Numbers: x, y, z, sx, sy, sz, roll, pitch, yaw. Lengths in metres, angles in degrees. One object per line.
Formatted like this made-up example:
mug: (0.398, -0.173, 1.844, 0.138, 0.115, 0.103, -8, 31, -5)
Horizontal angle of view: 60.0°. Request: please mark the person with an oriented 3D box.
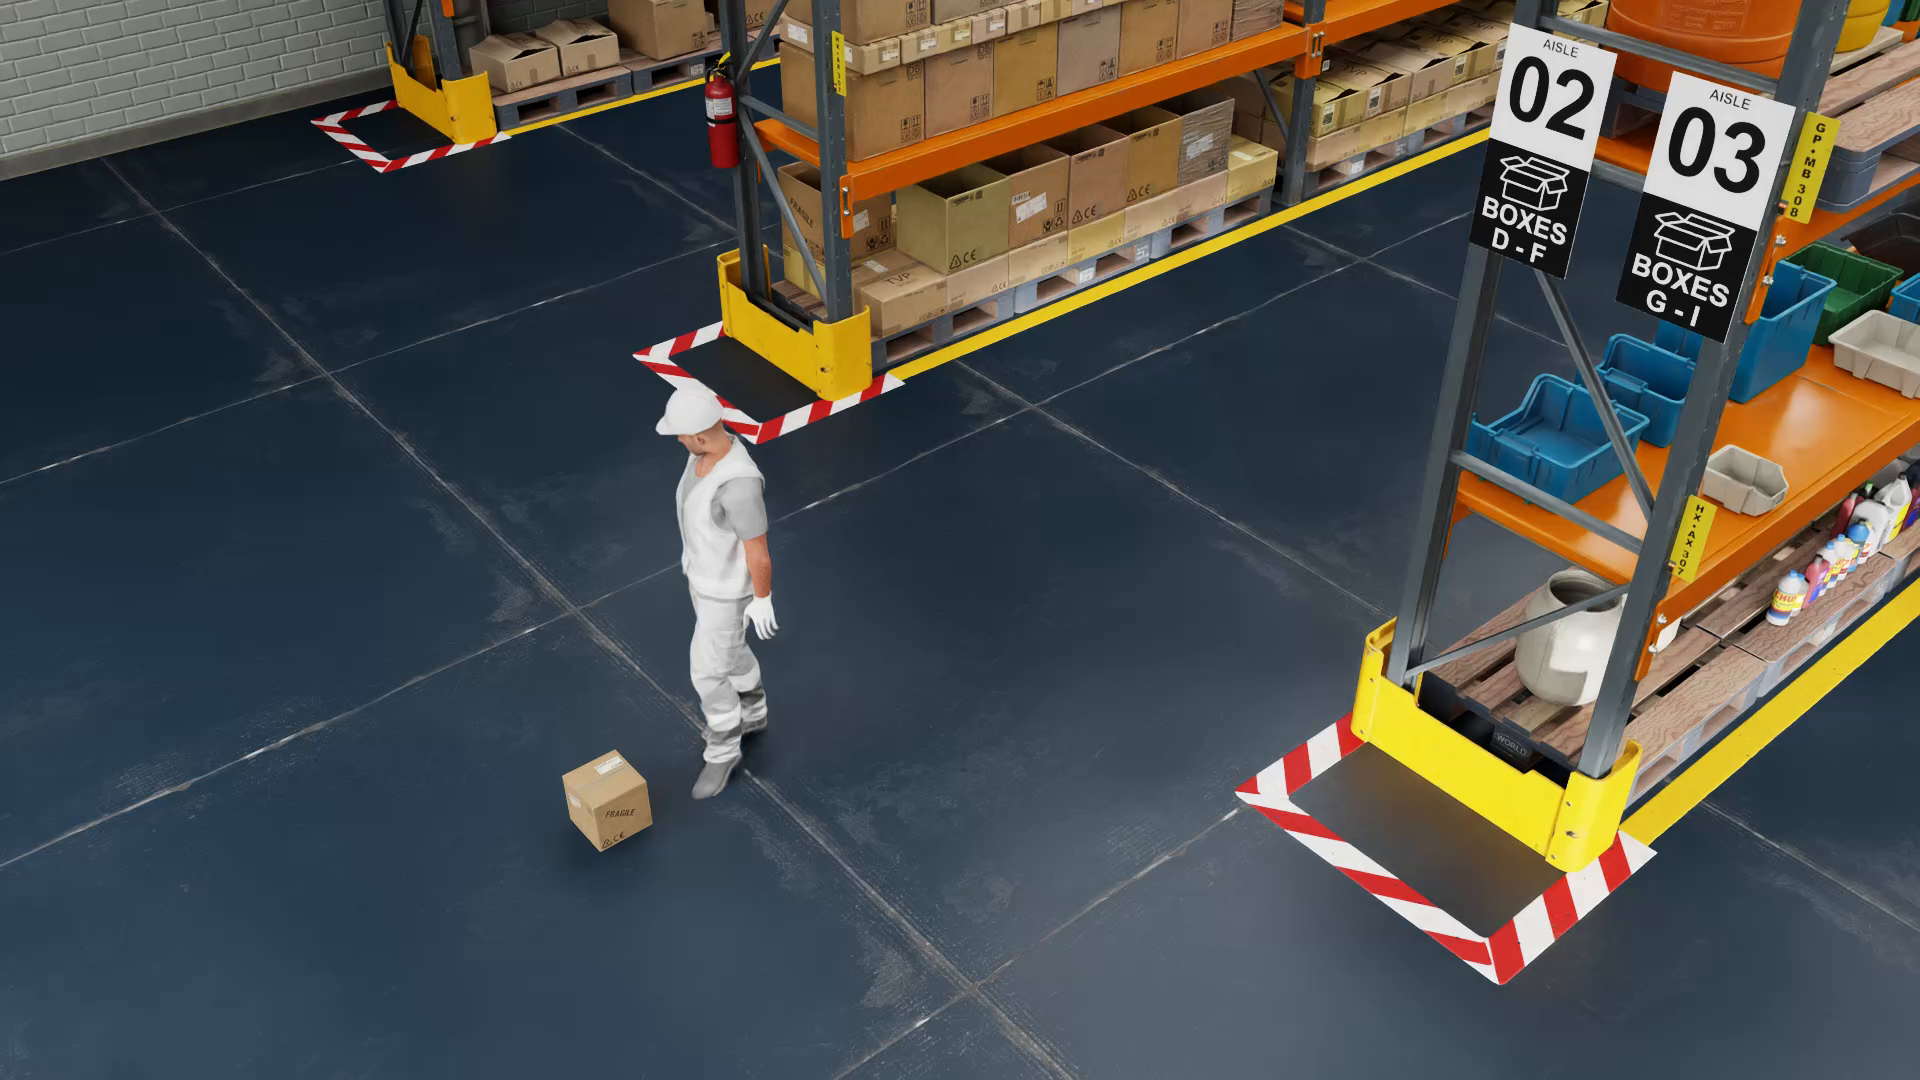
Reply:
person: (-1.023, 0.201, 6.789, 0.460, 1.836, 0.595, -15, 38, -20)
